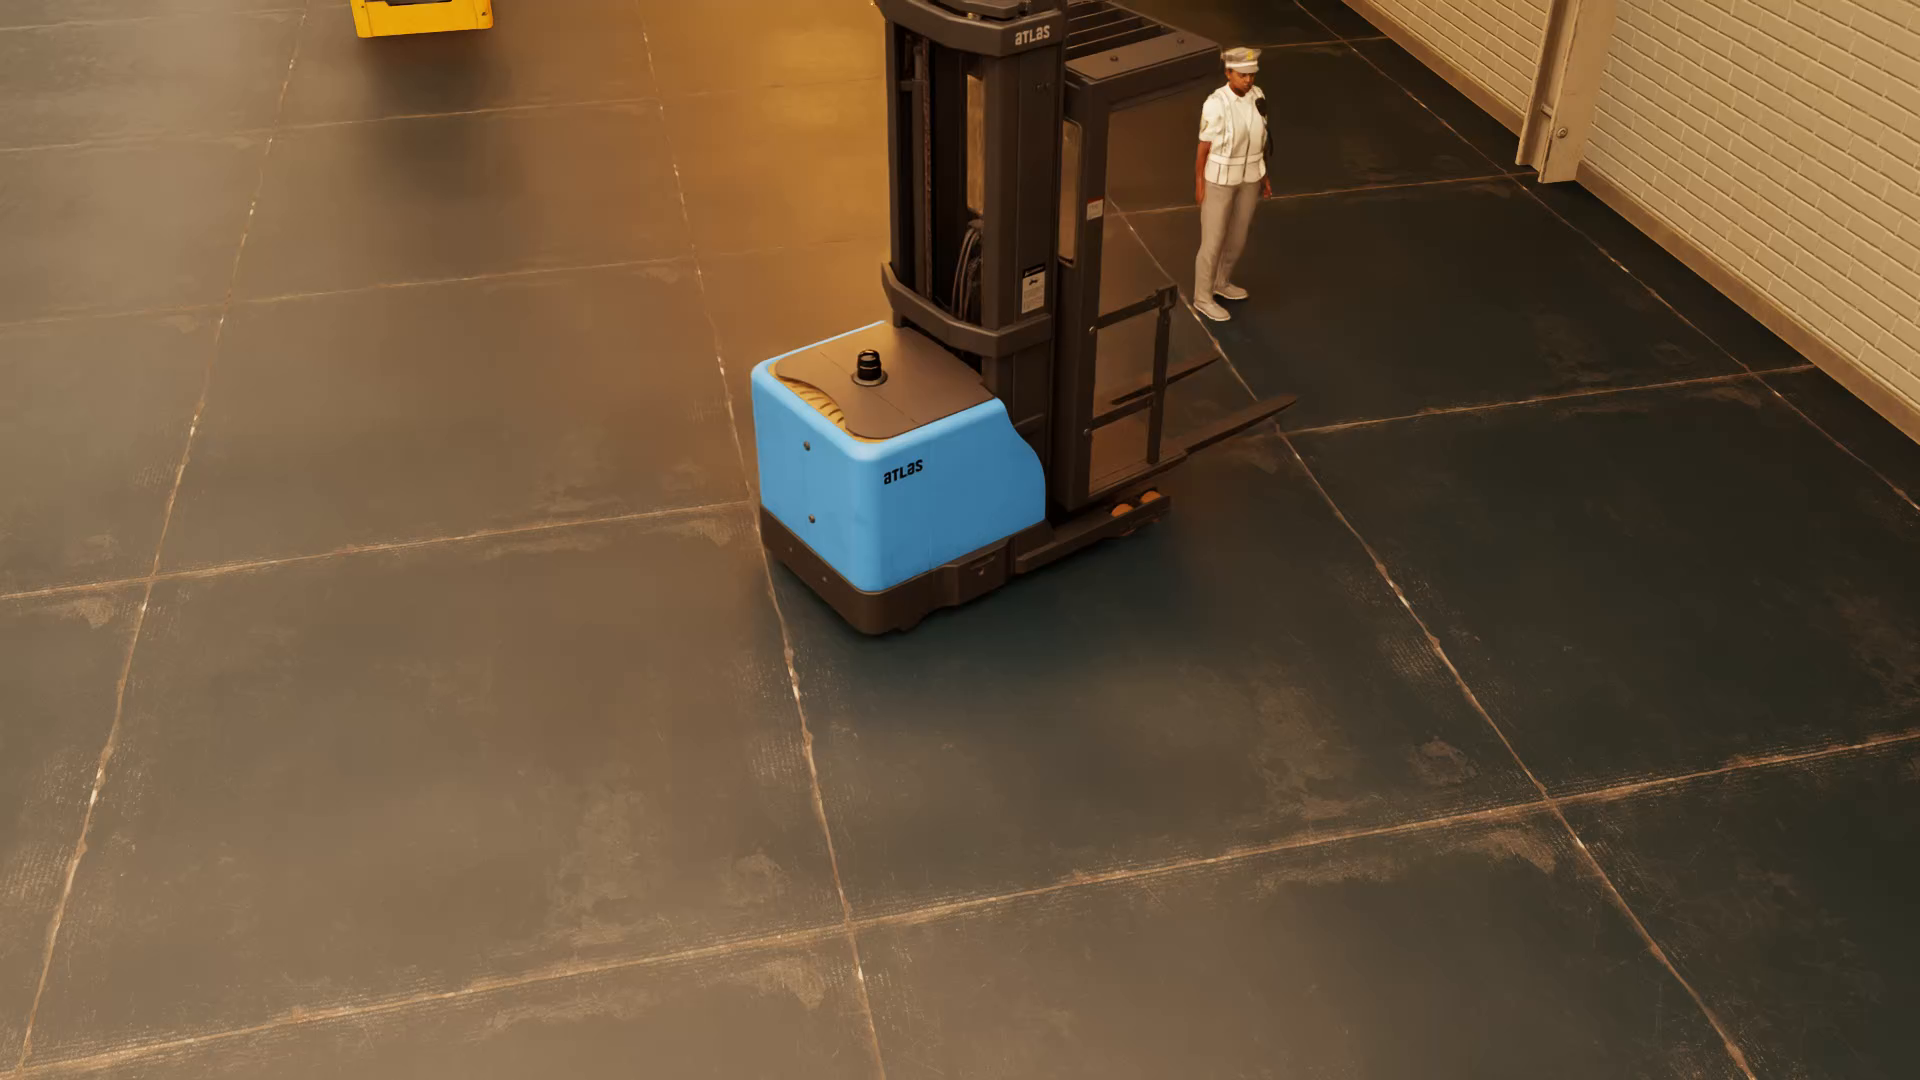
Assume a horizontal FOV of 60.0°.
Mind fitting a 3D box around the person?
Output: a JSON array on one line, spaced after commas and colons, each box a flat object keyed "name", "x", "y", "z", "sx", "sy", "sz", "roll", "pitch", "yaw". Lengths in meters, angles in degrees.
[{"name": "person", "x": 1.696, "y": -2.191, "z": 10.187, "sx": 0.495, "sy": 1.680, "sz": 0.452, "roll": -13, "pitch": 38, "yaw": -18}]

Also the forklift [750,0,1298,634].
[{"name": "forklift", "x": 0.476, "y": -1.434, "z": 8.043, "sx": 3.031, "sy": 2.935, "sz": 1.130, "roll": -23, "pitch": 42, "yaw": -29}]
